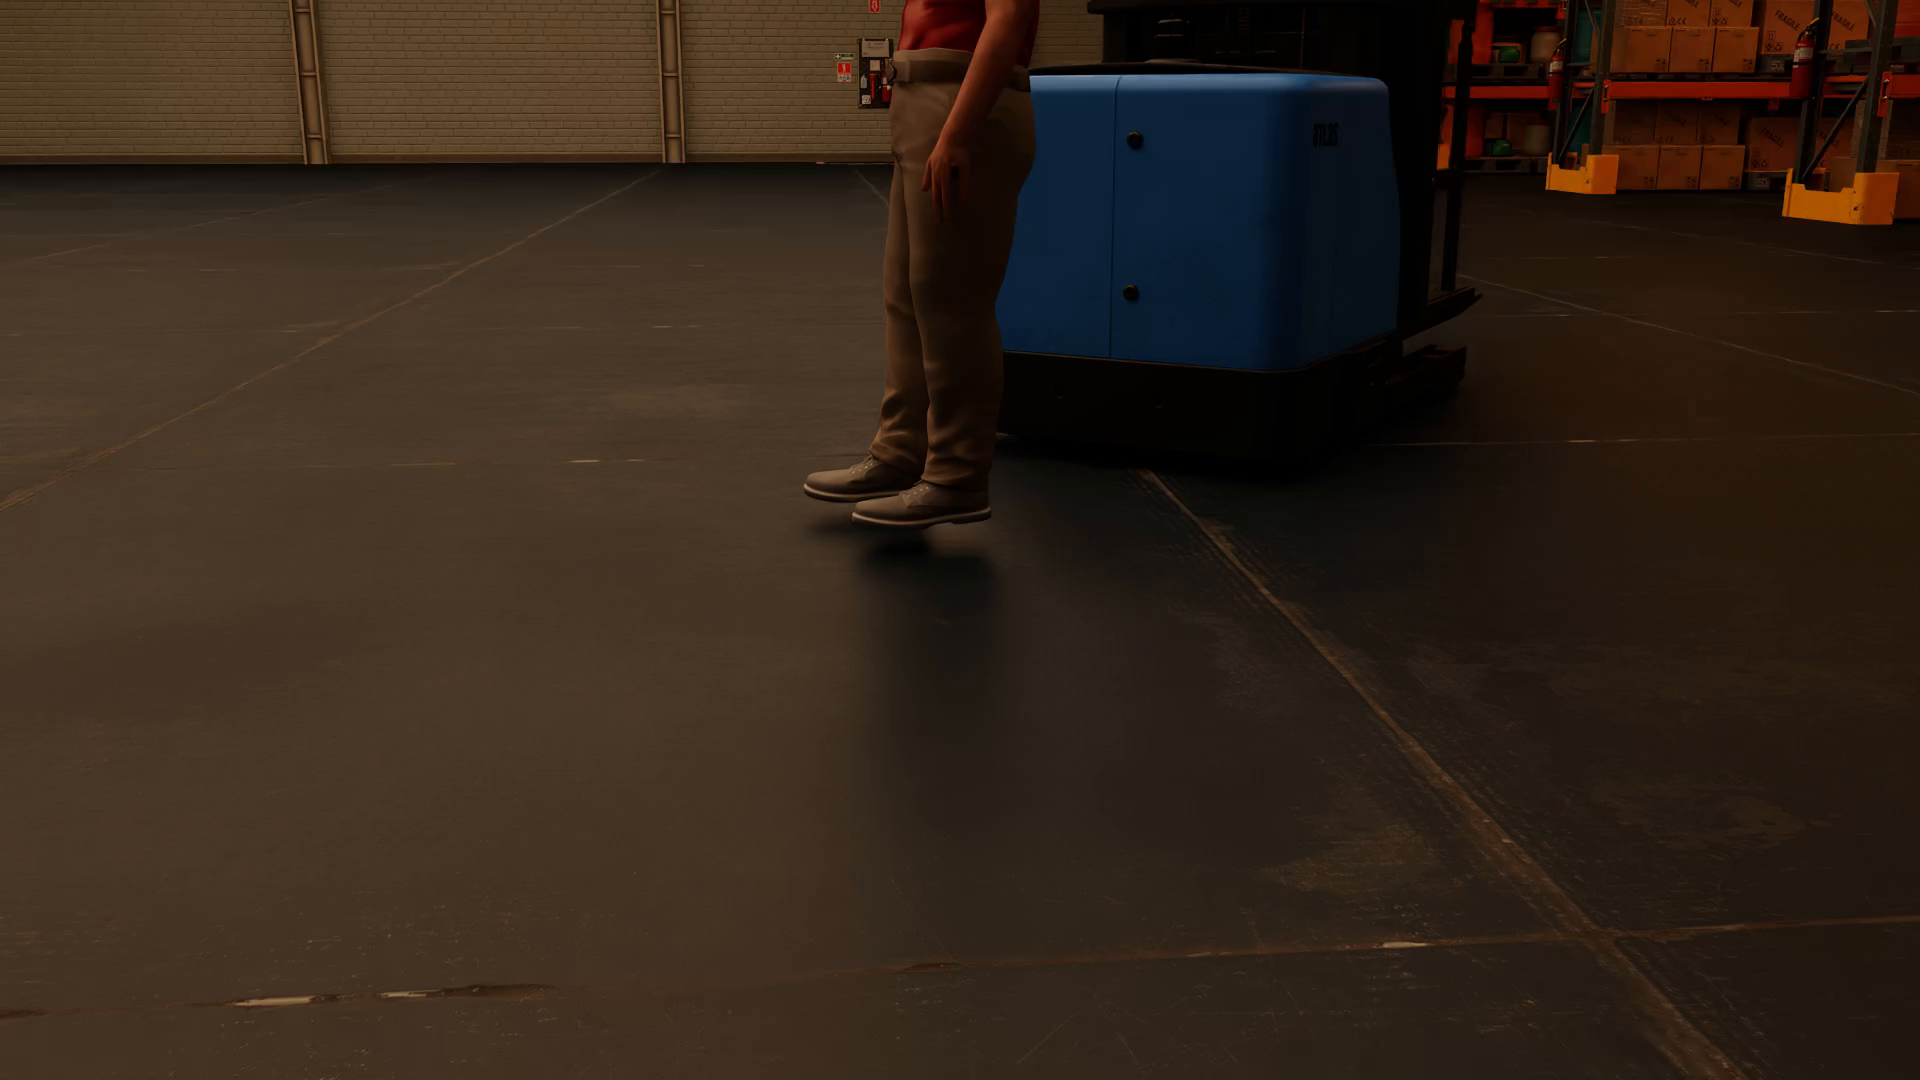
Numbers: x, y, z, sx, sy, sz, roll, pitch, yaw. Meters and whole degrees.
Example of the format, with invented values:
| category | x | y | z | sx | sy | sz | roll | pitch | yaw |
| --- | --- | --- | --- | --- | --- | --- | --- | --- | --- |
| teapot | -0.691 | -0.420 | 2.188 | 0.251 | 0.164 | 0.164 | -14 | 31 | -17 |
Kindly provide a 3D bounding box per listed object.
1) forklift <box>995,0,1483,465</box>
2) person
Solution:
| category | x | y | z | sx | sy | sz | roll | pitch | yaw |
| --- | --- | --- | --- | --- | --- | --- | --- | --- | --- |
| forklift | 1.160 | -1.951 | 5.595 | 1.130 | 2.935 | 3.031 | 8 | 17 | 29 |
| person | -0.090 | -0.882 | 3.707 | 0.551 | 1.727 | 0.640 | -1 | 15 | -5 |
